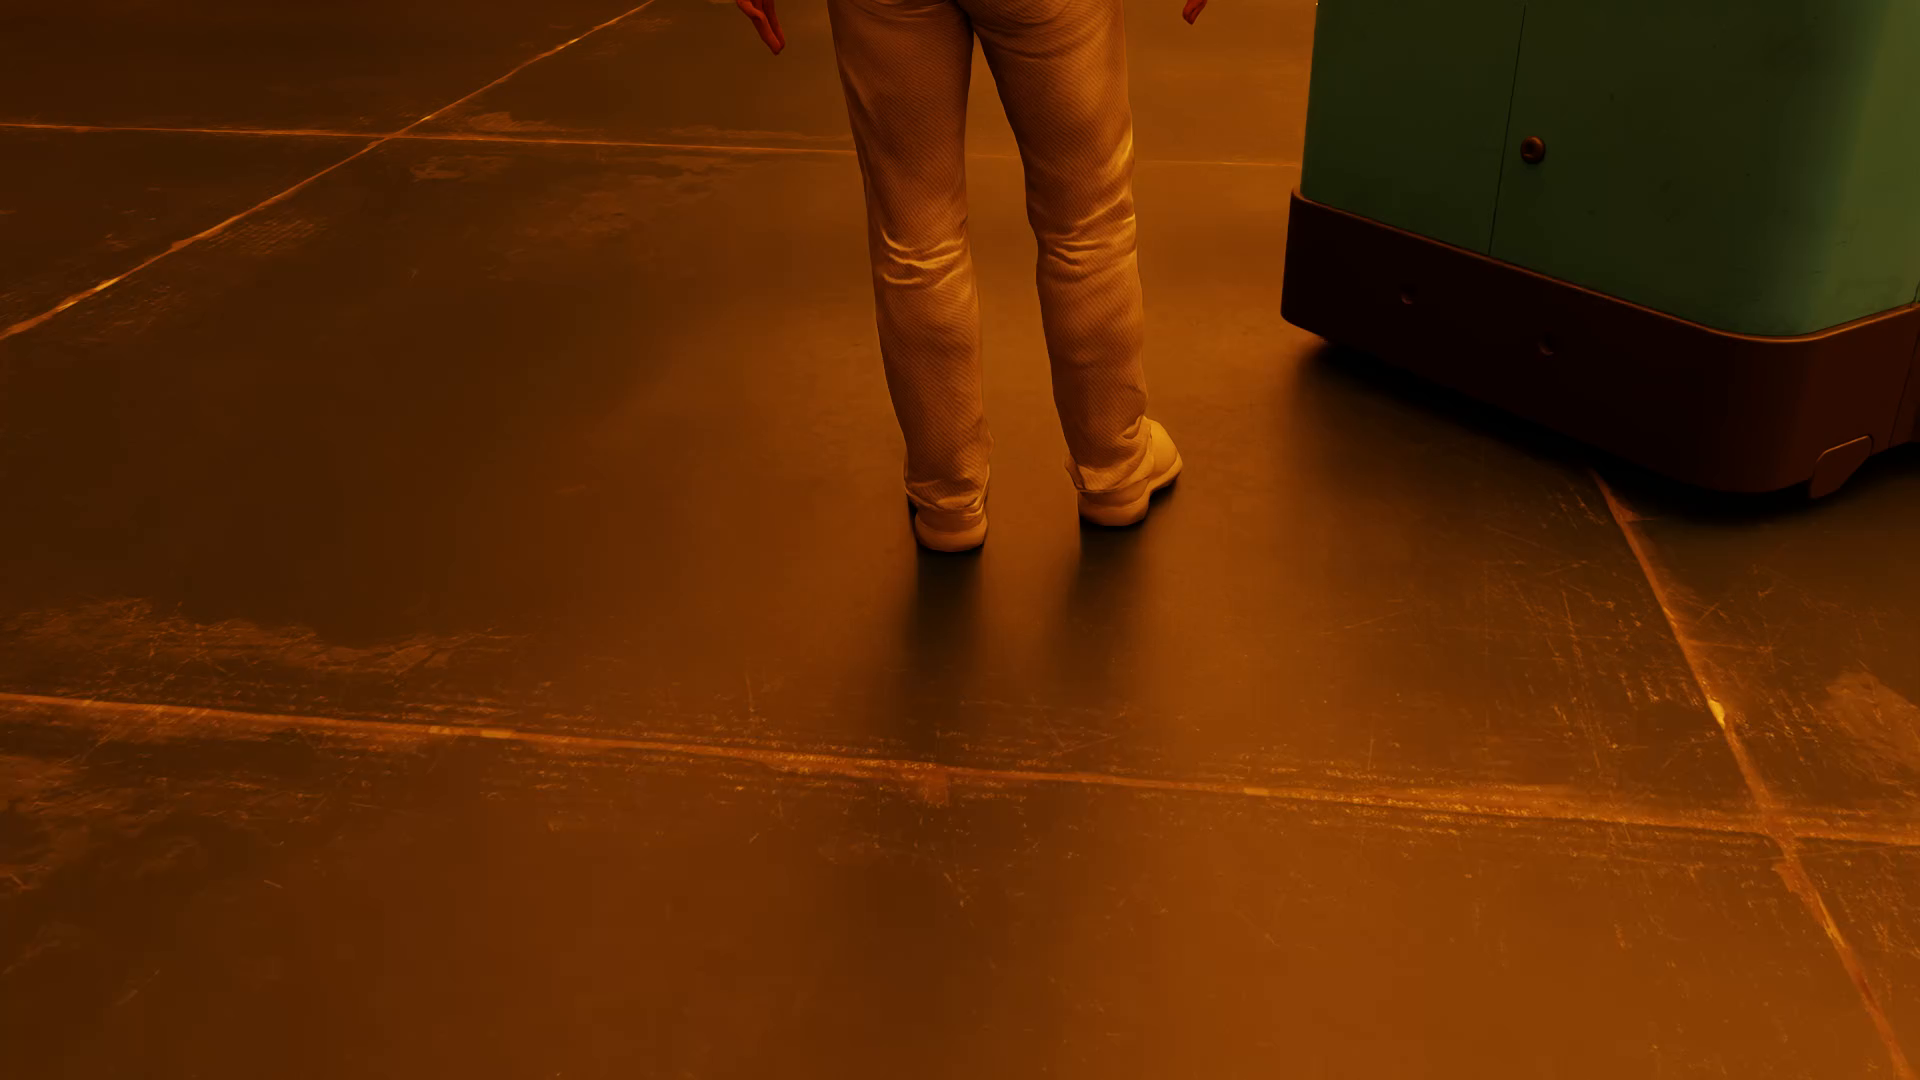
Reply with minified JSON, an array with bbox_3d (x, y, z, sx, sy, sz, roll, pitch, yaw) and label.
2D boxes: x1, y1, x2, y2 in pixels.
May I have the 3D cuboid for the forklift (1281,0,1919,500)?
[{"bbox_3d":[2.138,-1.858,2.942,3.031,2.935,1.130,-16,31,-29],"label":"forklift"}]

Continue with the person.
[{"bbox_3d":[0.015,-0.827,2.163,0.665,1.765,0.577,3,27,7],"label":"person"}]
